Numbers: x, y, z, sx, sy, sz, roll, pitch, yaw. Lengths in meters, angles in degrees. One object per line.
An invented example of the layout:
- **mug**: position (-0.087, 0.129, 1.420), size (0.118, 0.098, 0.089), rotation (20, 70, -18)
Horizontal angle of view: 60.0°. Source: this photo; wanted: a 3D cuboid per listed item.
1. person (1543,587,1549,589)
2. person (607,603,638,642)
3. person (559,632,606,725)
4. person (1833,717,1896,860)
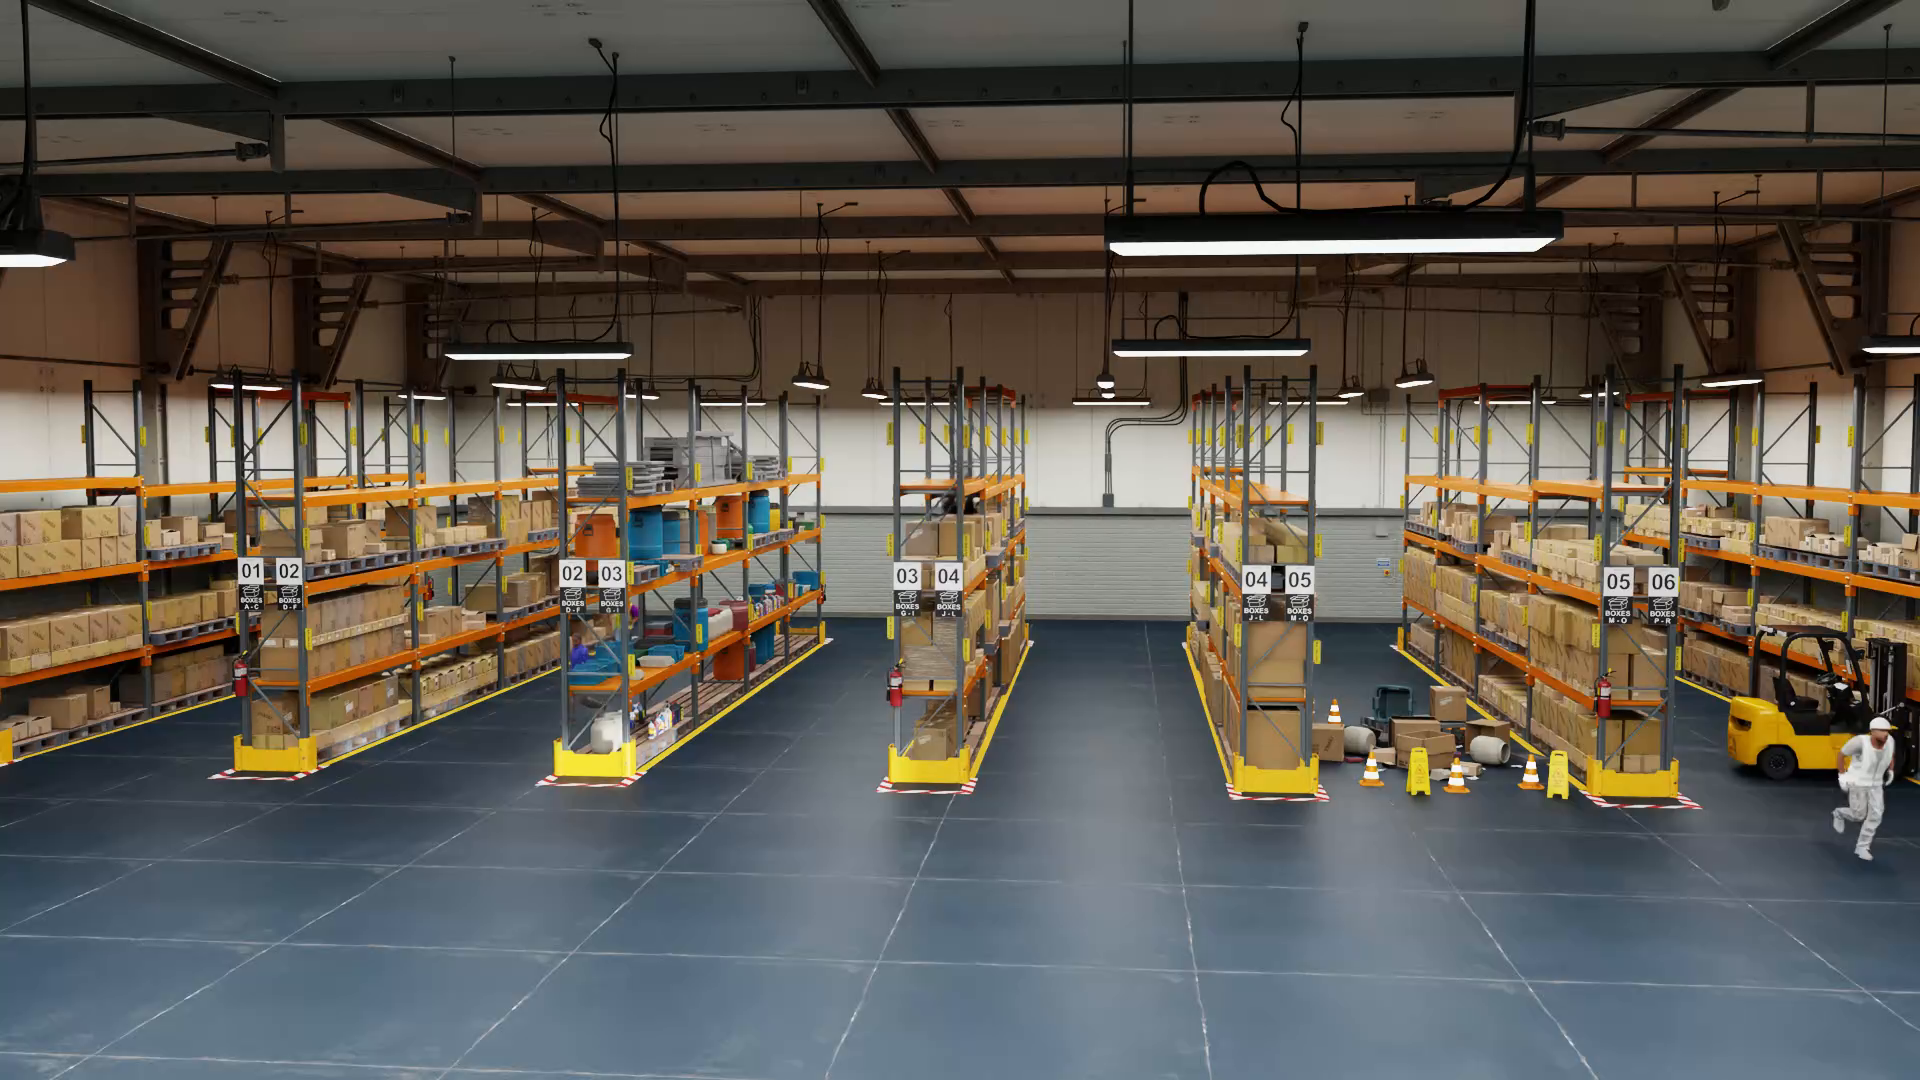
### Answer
- **person**: position (12.802, 1.895, 36.233), size (0.670, 1.767, 0.968), rotation (-1, 4, -14)
- **person**: position (-7.249, 1.959, 35.857), size (0.746, 1.715, 1.061), rotation (0, 4, 2)
- **person**: position (-6.570, 2.385, 28.825), size (0.539, 1.605, 0.772), rotation (3, 5, 41)
- **person**: position (10.824, 2.931, 19.940), size (0.681, 1.716, 0.888), rotation (-1, 4, -10)
